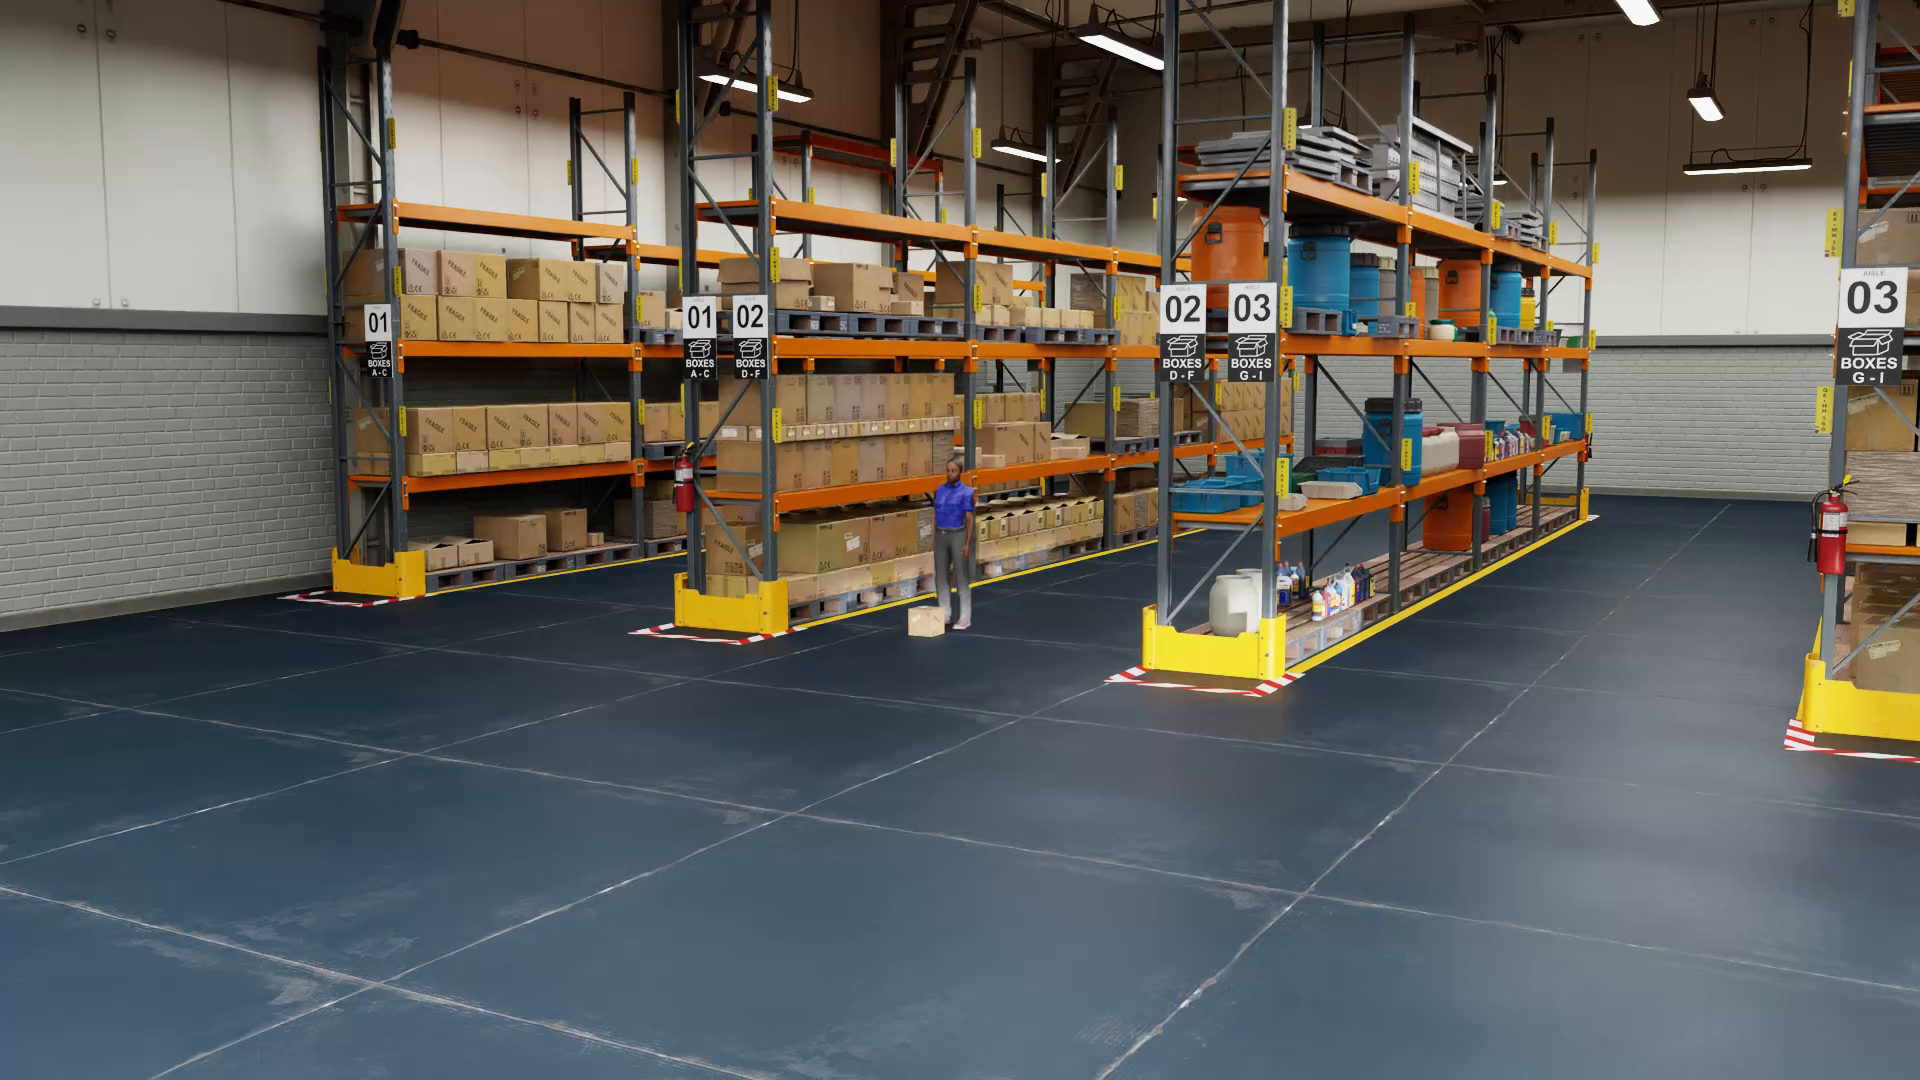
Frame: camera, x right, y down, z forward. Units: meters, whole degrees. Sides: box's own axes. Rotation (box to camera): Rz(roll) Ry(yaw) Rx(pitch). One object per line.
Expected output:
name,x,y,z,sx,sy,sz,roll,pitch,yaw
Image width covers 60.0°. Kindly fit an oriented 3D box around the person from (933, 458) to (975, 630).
person,-0.065,0.030,16.127,0.436,1.658,0.304,4,7,30
